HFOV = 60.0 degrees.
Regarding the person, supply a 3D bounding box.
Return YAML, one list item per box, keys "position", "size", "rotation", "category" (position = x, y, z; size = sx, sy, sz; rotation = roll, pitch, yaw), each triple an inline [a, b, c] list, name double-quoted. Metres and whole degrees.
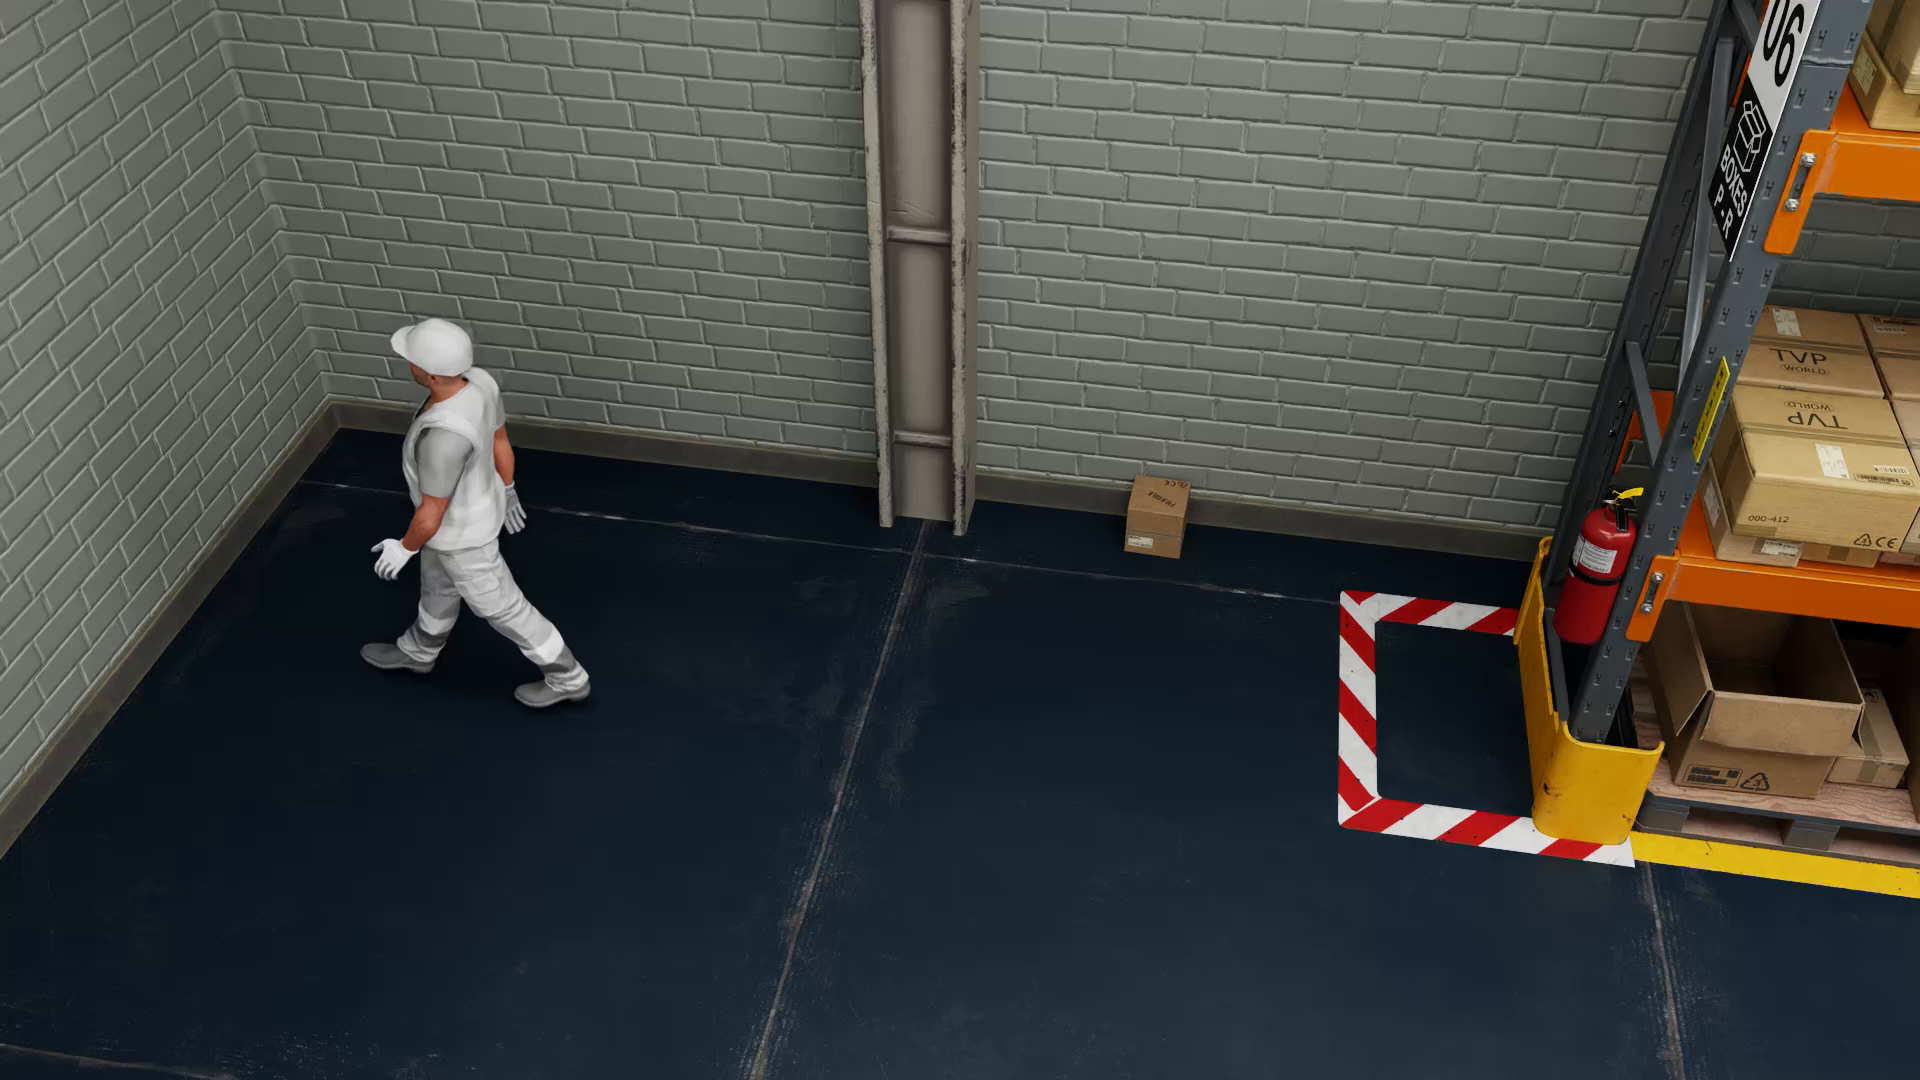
- position: [-1.968, -0.047, 6.213]
  size: [0.952, 1.692, 0.527]
  rotation: [-2, 40, -3]
  category: "person"
